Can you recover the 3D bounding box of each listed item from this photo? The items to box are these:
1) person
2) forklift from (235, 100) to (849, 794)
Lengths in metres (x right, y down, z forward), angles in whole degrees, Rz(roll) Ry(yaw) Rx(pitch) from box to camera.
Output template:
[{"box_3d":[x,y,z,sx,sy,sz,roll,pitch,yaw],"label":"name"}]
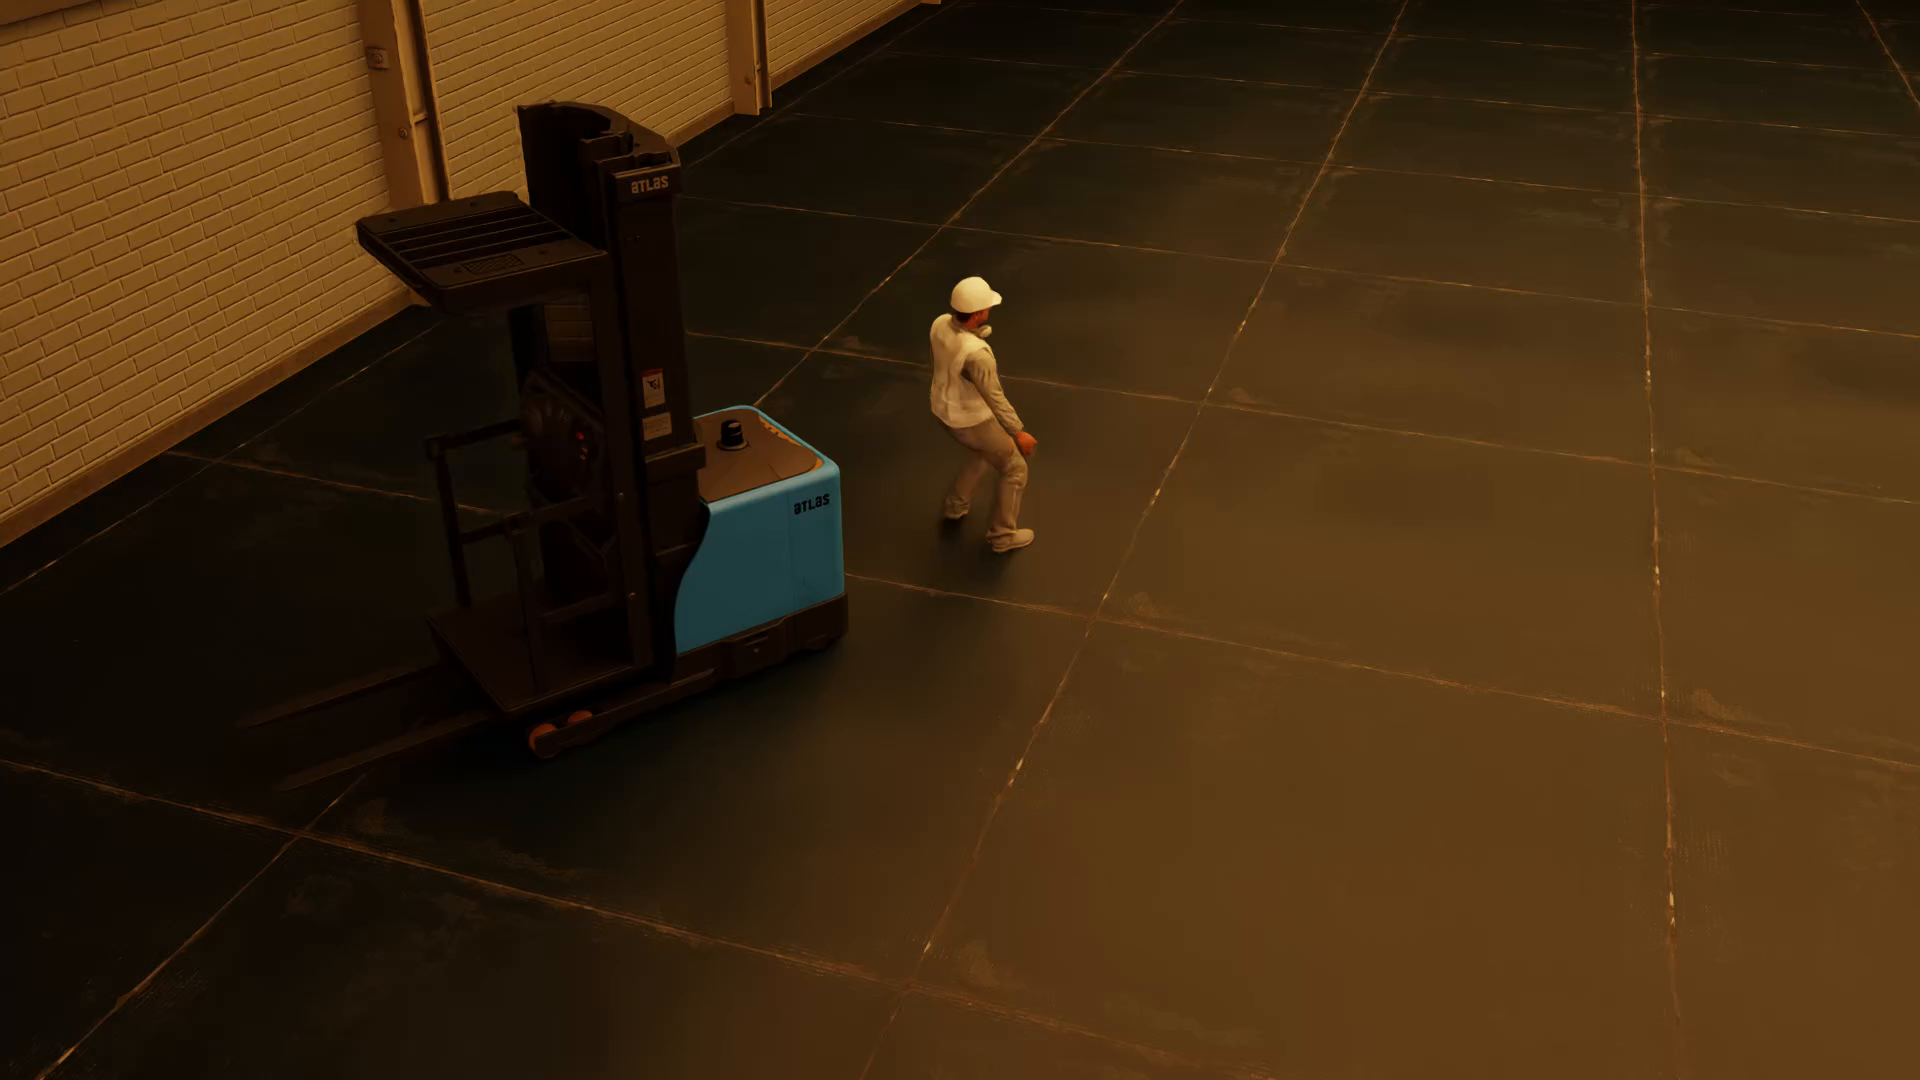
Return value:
[{"box_3d":[0.131,-0.761,9.739,0.506,1.686,0.795,-15,33,-24],"label":"person"},{"box_3d":[-2.102,-0.494,8.003,3.031,2.935,1.130,-20,35,-31],"label":"forklift"}]
